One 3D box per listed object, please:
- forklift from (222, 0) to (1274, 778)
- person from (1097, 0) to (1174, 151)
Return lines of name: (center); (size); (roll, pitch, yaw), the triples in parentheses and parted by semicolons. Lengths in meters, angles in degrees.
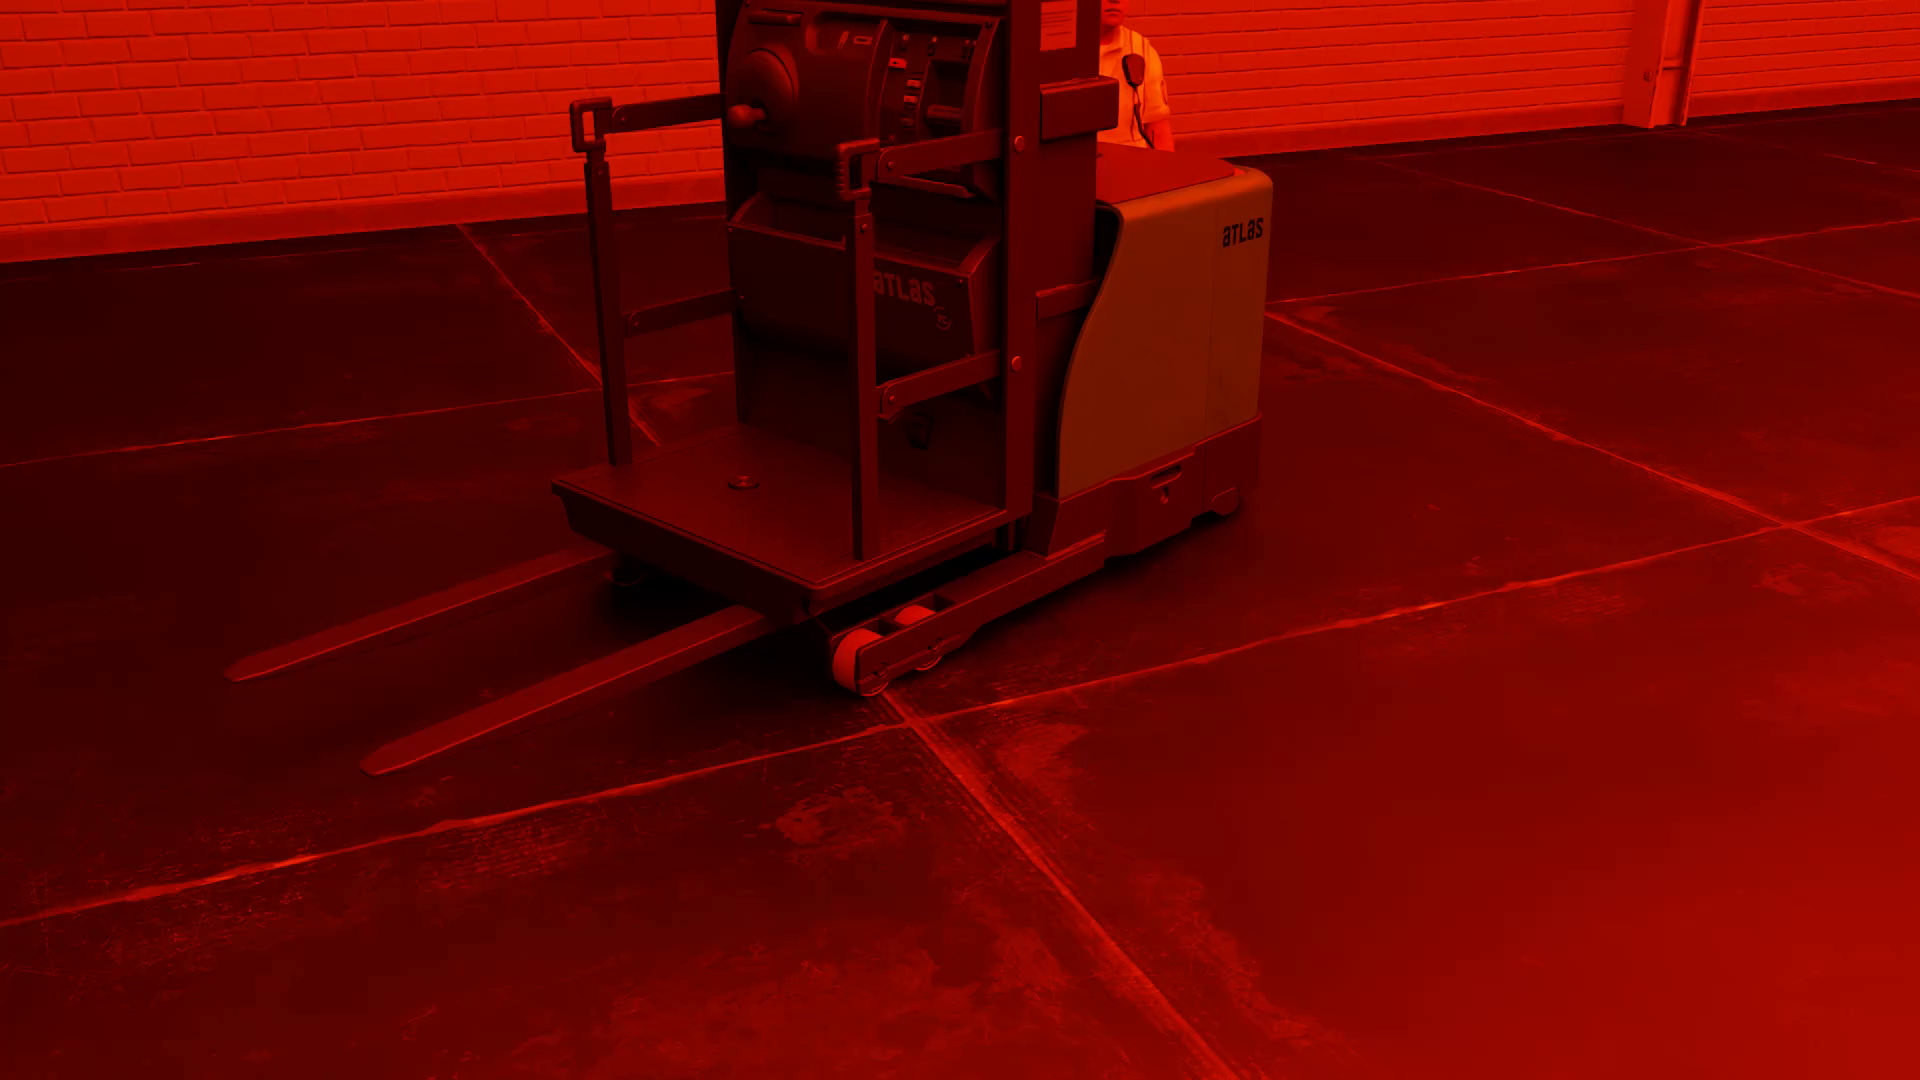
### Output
forklift: (-0.413, -1.182, 4.131); (1.130, 2.935, 3.031); (19, 29, 39)
person: (0.427, -1.067, 5.493); (0.596, 1.673, 0.510); (-2, 23, -4)
